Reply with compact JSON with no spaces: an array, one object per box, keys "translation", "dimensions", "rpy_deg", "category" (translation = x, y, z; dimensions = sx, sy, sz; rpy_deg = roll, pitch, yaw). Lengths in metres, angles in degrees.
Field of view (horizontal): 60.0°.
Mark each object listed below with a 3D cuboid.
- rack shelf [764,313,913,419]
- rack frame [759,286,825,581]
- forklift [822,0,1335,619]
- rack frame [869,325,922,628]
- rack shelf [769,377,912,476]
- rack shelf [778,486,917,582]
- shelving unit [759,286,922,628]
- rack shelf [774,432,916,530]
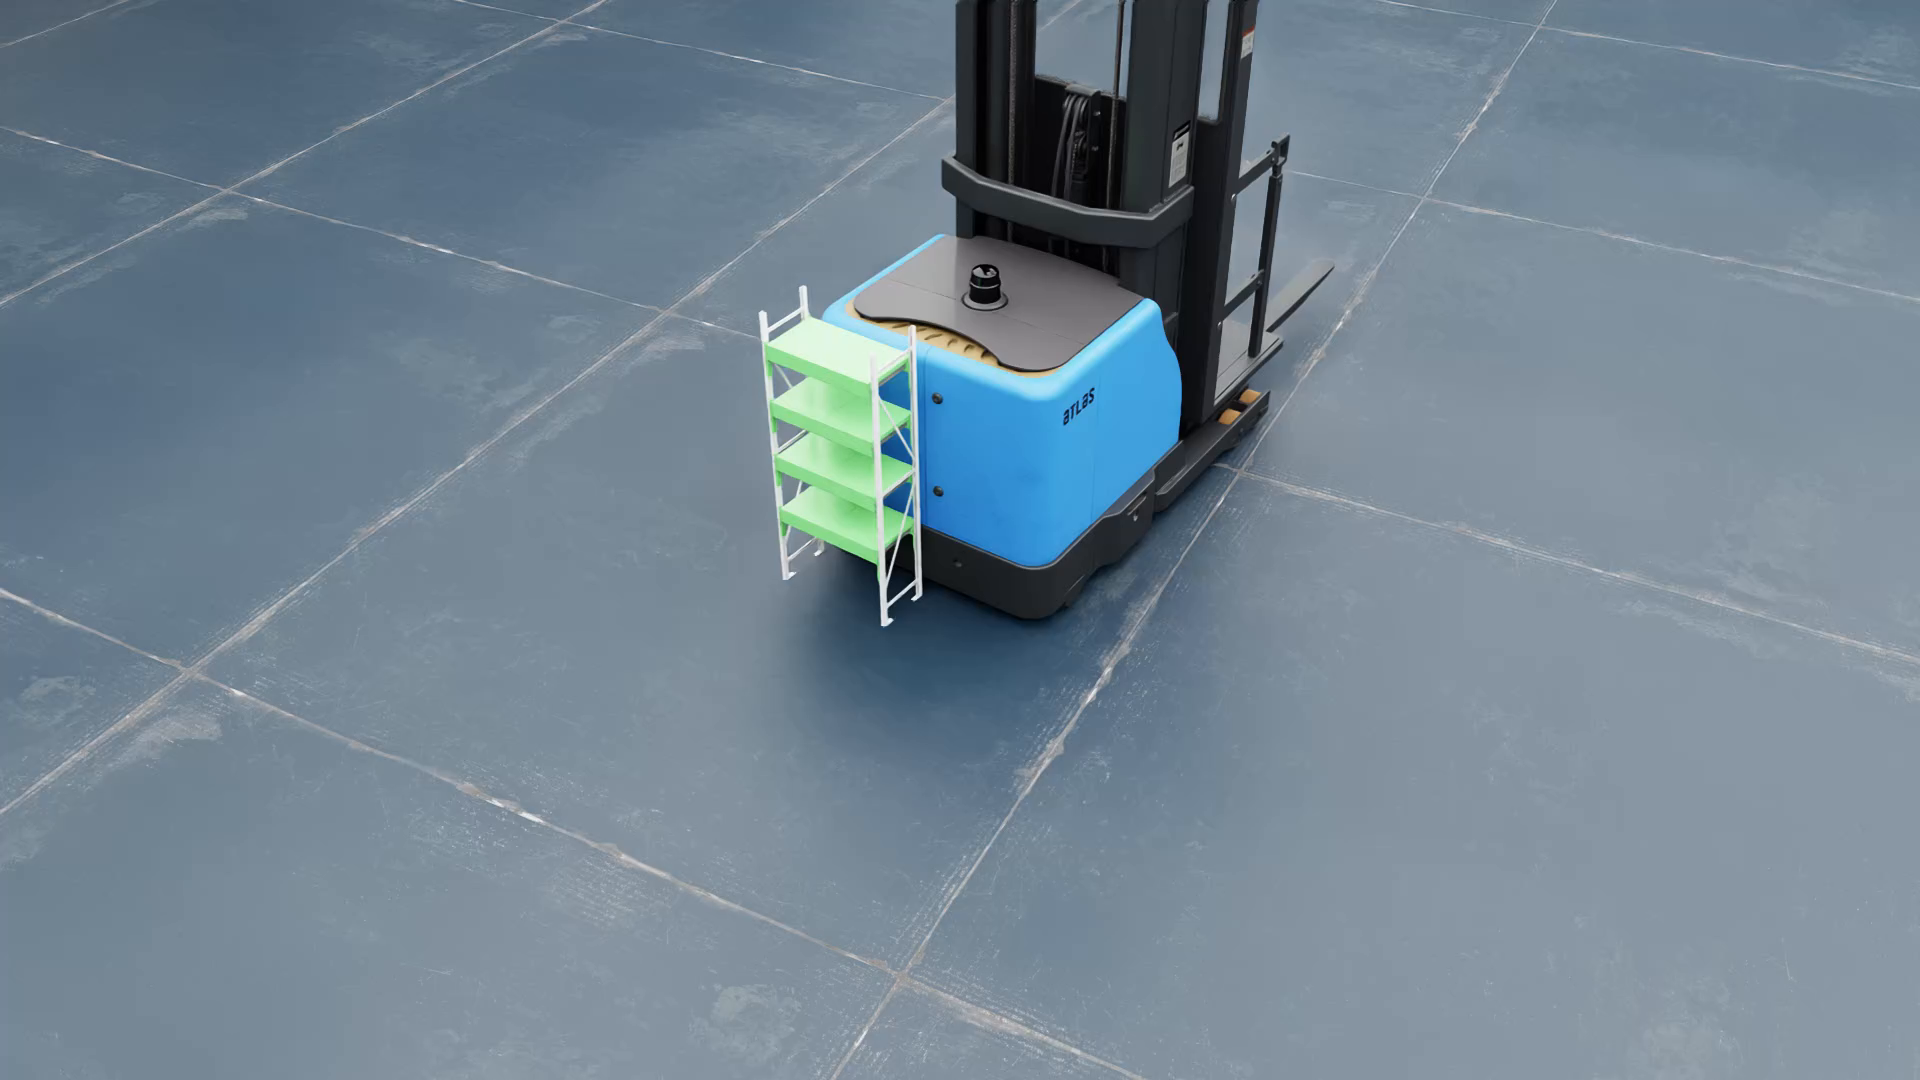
[{"translation":[-0.427,-0.619,5.883],"dimensions":[0.480,0.148,0.258],"rpy_deg":[23,43,28],"category":"rack shelf"},{"translation":[-0.623,-0.375,6.250],"dimensions":[0.015,1.200,0.240],"rpy_deg":[23,43,28],"category":"rack frame"},{"translation":[0.720,-1.722,6.594],"dimensions":[1.130,2.935,3.031],"rpy_deg":[22,43,27],"category":"forklift"},{"translation":[-0.226,-0.204,6.024],"dimensions":[0.015,1.200,0.240],"rpy_deg":[23,43,28],"category":"rack frame"},{"translation":[-0.426,-0.429,6.030],"dimensions":[0.480,0.148,0.258],"rpy_deg":[23,43,28],"category":"rack shelf"},{"translation":[-0.423,-0.049,6.323],"dimensions":[0.480,0.148,0.258],"rpy_deg":[23,43,28],"category":"rack shelf"},{"translation":[-0.425,-0.290,6.137],"dimensions":[0.503,1.200,0.258],"rpy_deg":[23,43,28],"category":"shelving unit"},{"translation":[-0.424,-0.239,6.176],"dimensions":[0.480,0.148,0.258],"rpy_deg":[23,43,28],"category":"rack shelf"}]
